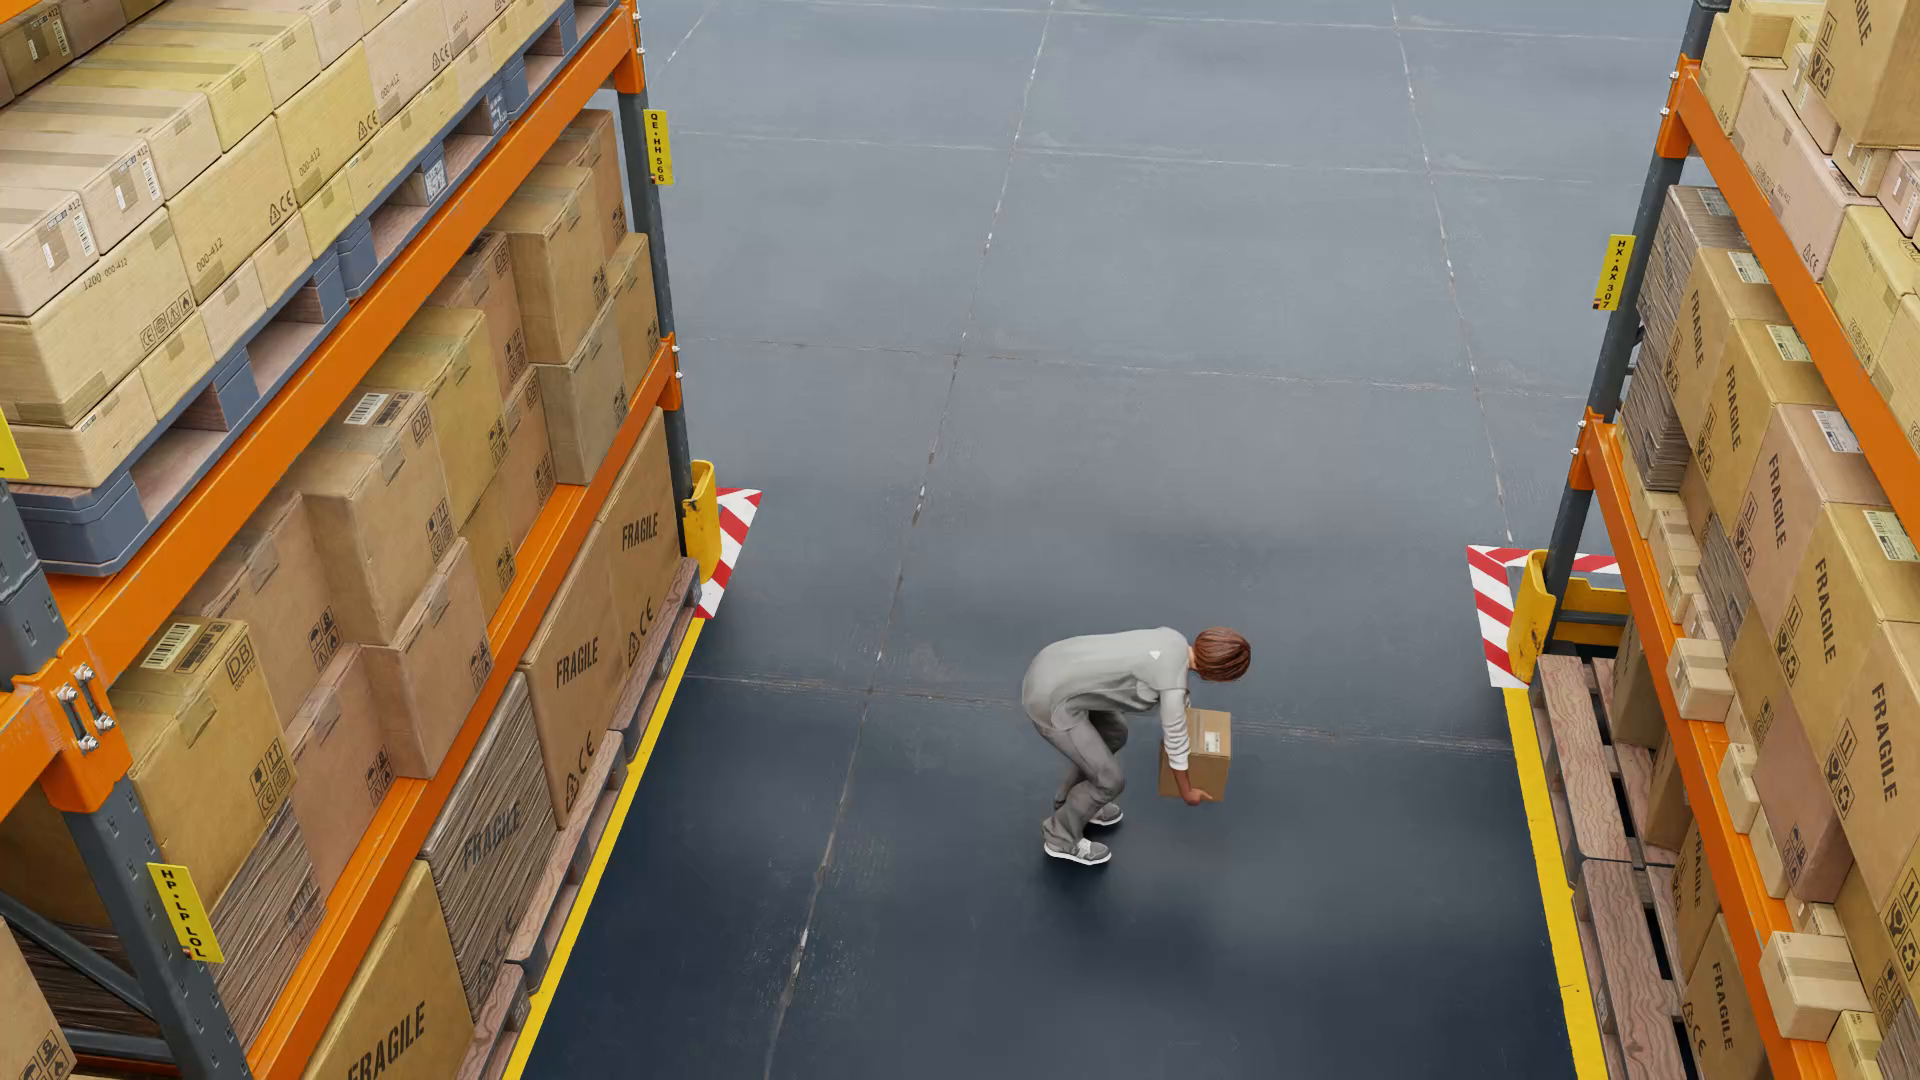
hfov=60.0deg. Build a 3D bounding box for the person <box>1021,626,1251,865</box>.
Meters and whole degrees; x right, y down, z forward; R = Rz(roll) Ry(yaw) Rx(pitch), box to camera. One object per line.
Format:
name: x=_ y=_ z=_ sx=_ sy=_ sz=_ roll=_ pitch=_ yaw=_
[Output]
person: x=0.654 y=0.772 z=6.426 sx=0.846 sy=1.100 sz=0.400 roll=3 pitch=37 yaw=4
